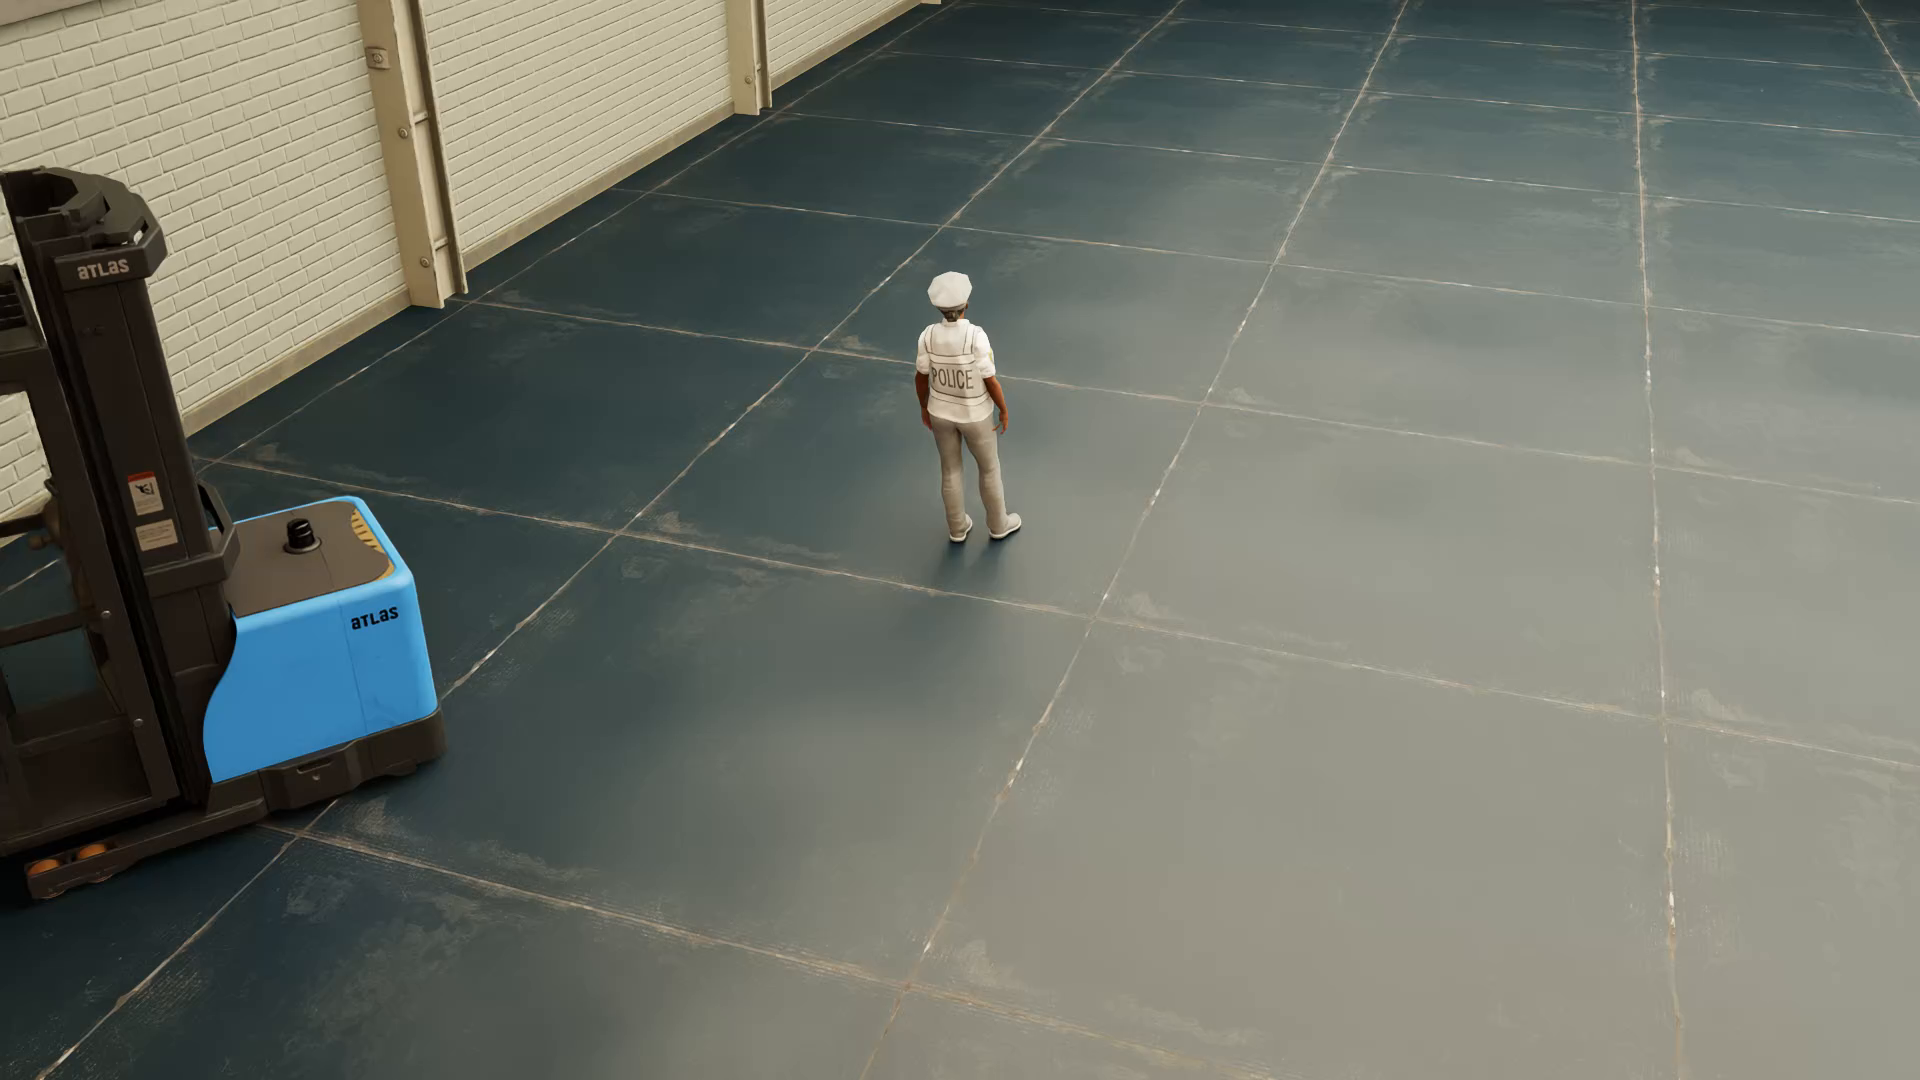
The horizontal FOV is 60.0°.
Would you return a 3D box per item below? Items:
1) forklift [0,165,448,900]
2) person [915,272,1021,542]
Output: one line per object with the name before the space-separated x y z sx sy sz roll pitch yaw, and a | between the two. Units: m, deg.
forklift | -4.038 0.005 7.127 3.031 2.935 1.130 -17 34 -27
person | 0.043 -0.774 9.729 0.569 1.694 0.530 10 31 16
